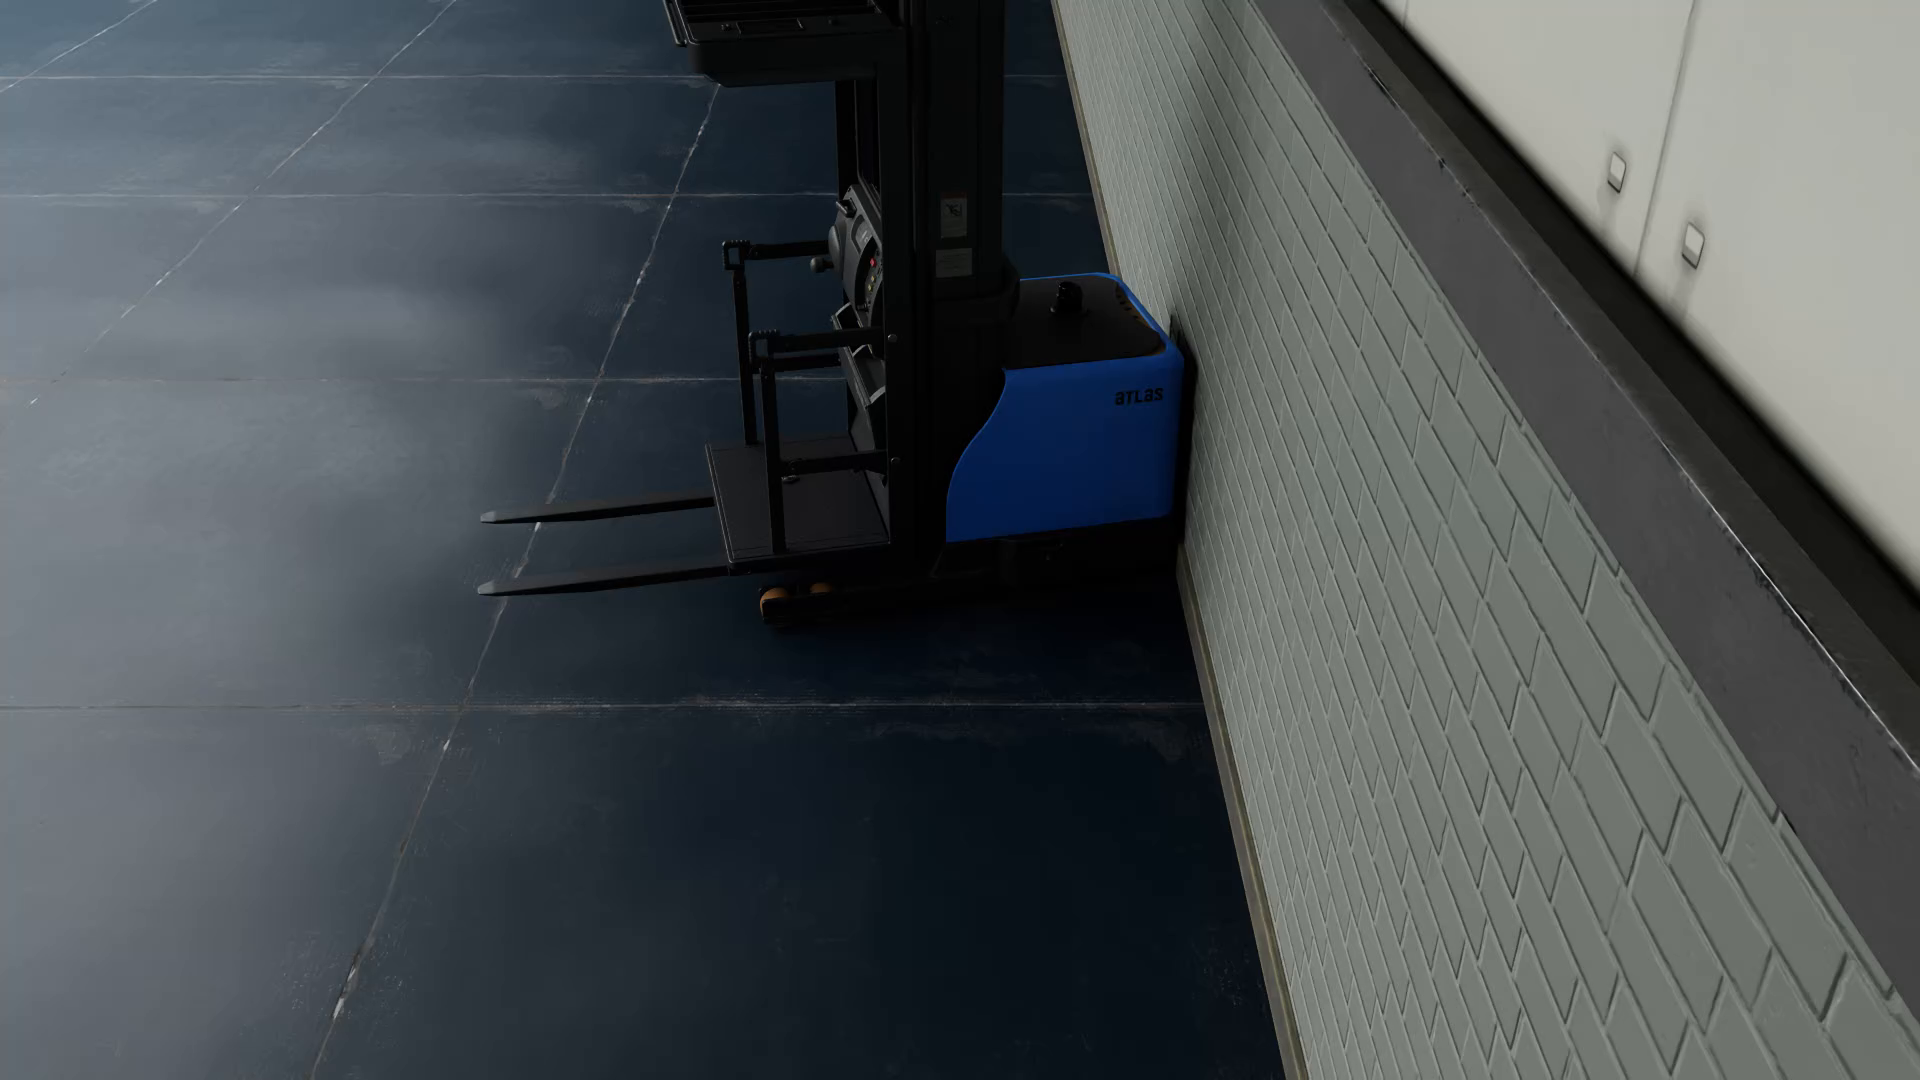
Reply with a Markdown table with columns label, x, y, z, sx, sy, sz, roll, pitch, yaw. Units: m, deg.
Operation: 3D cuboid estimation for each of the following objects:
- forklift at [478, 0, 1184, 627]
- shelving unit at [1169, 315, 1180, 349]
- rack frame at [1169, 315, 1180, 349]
| label | x | y | z | sx | sy | sz | roll | pitch | yaw |
| --- | --- | --- | --- | --- | --- | --- | --- | --- | --- |
| forklift | -0.612 | -1.181 | 6.870 | 3.031 | 2.935 | 1.130 | -7 | 32 | -11 |
| shelving unit | 0.888 | -0.597 | 7.861 | 0.210 | 0.900 | 0.258 | -1 | 27 | -2 |
| rack frame | 0.990 | -0.598 | 7.864 | 0.006 | 0.900 | 0.240 | -1 | 27 | -2 |
